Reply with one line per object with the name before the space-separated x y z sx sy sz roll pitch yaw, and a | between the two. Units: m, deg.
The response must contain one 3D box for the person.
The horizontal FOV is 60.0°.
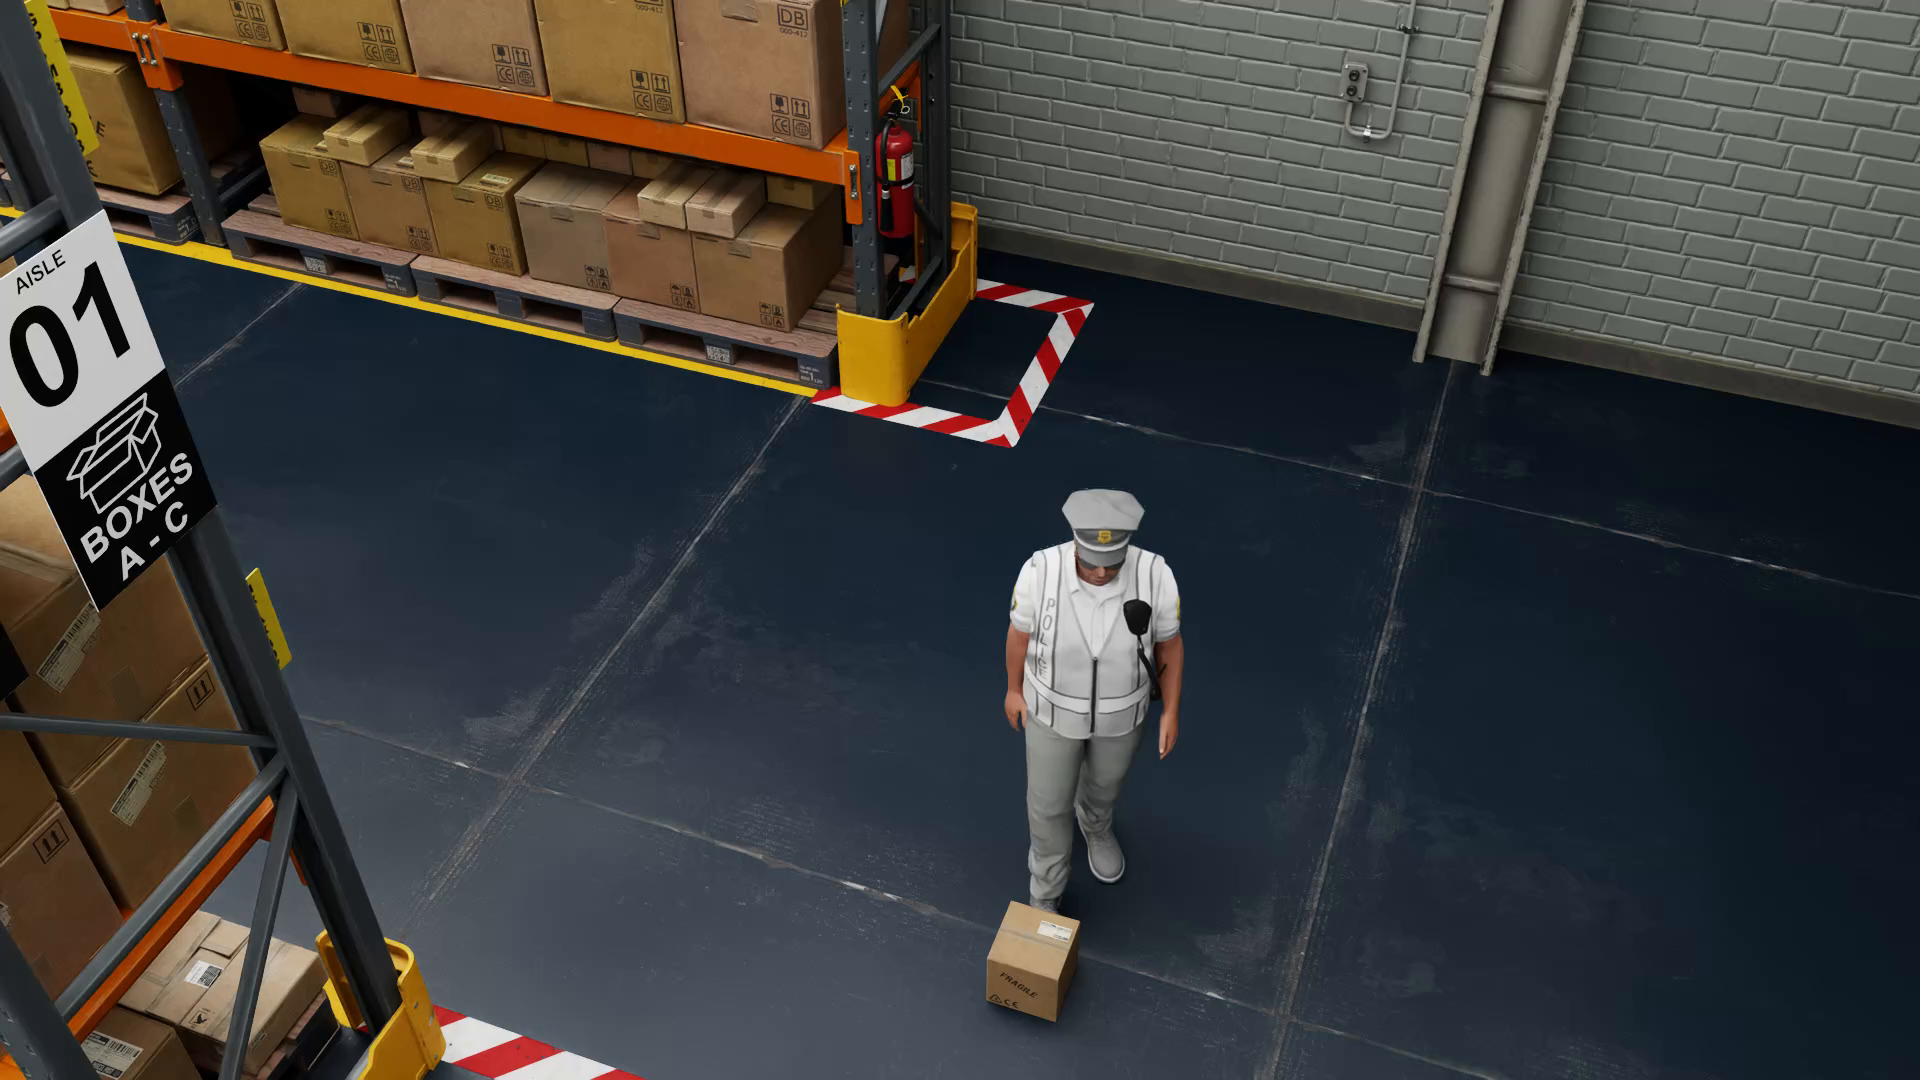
person | 0.441 0.601 5.457 0.574 1.746 0.648 -1 41 -1
